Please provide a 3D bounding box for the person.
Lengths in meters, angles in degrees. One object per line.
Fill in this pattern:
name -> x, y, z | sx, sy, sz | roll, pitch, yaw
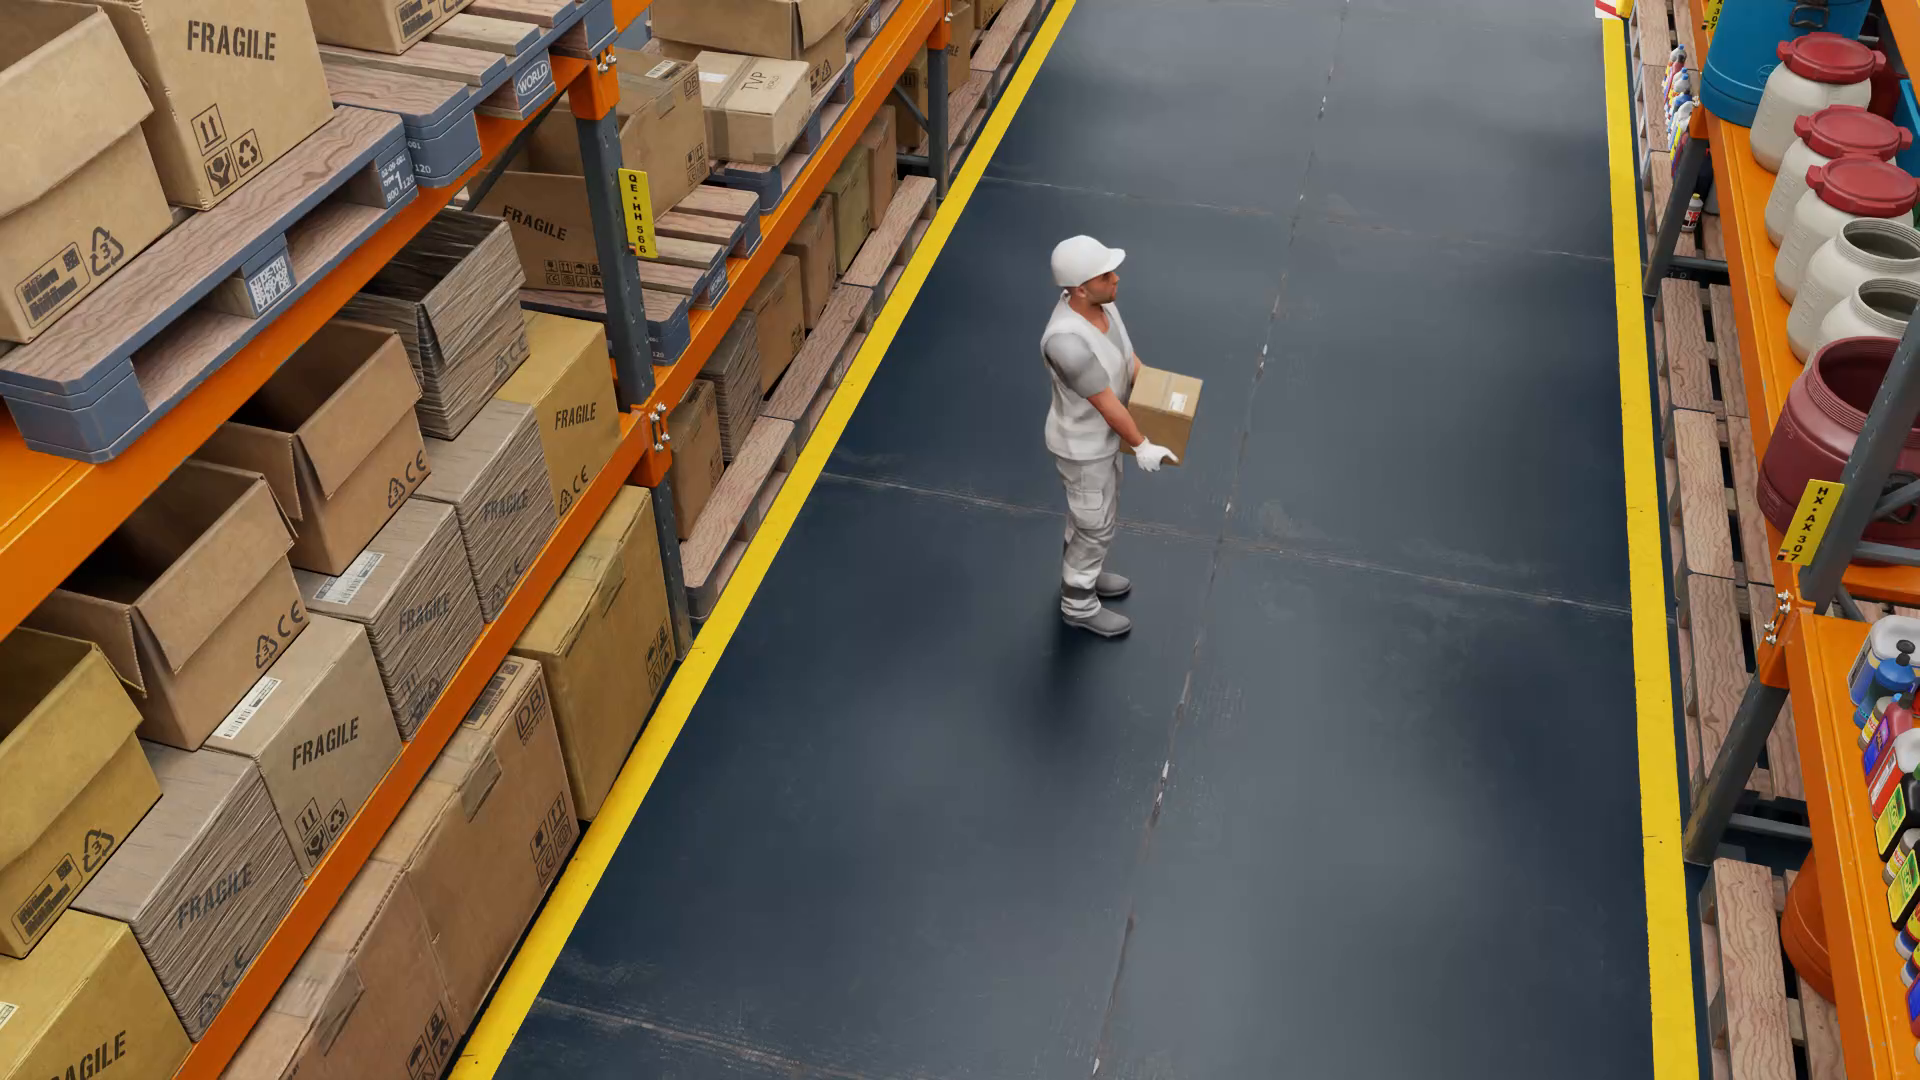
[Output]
person -> 0.607, -0.391, 6.599 | 0.563, 1.783, 0.494 | 10, 42, 11
